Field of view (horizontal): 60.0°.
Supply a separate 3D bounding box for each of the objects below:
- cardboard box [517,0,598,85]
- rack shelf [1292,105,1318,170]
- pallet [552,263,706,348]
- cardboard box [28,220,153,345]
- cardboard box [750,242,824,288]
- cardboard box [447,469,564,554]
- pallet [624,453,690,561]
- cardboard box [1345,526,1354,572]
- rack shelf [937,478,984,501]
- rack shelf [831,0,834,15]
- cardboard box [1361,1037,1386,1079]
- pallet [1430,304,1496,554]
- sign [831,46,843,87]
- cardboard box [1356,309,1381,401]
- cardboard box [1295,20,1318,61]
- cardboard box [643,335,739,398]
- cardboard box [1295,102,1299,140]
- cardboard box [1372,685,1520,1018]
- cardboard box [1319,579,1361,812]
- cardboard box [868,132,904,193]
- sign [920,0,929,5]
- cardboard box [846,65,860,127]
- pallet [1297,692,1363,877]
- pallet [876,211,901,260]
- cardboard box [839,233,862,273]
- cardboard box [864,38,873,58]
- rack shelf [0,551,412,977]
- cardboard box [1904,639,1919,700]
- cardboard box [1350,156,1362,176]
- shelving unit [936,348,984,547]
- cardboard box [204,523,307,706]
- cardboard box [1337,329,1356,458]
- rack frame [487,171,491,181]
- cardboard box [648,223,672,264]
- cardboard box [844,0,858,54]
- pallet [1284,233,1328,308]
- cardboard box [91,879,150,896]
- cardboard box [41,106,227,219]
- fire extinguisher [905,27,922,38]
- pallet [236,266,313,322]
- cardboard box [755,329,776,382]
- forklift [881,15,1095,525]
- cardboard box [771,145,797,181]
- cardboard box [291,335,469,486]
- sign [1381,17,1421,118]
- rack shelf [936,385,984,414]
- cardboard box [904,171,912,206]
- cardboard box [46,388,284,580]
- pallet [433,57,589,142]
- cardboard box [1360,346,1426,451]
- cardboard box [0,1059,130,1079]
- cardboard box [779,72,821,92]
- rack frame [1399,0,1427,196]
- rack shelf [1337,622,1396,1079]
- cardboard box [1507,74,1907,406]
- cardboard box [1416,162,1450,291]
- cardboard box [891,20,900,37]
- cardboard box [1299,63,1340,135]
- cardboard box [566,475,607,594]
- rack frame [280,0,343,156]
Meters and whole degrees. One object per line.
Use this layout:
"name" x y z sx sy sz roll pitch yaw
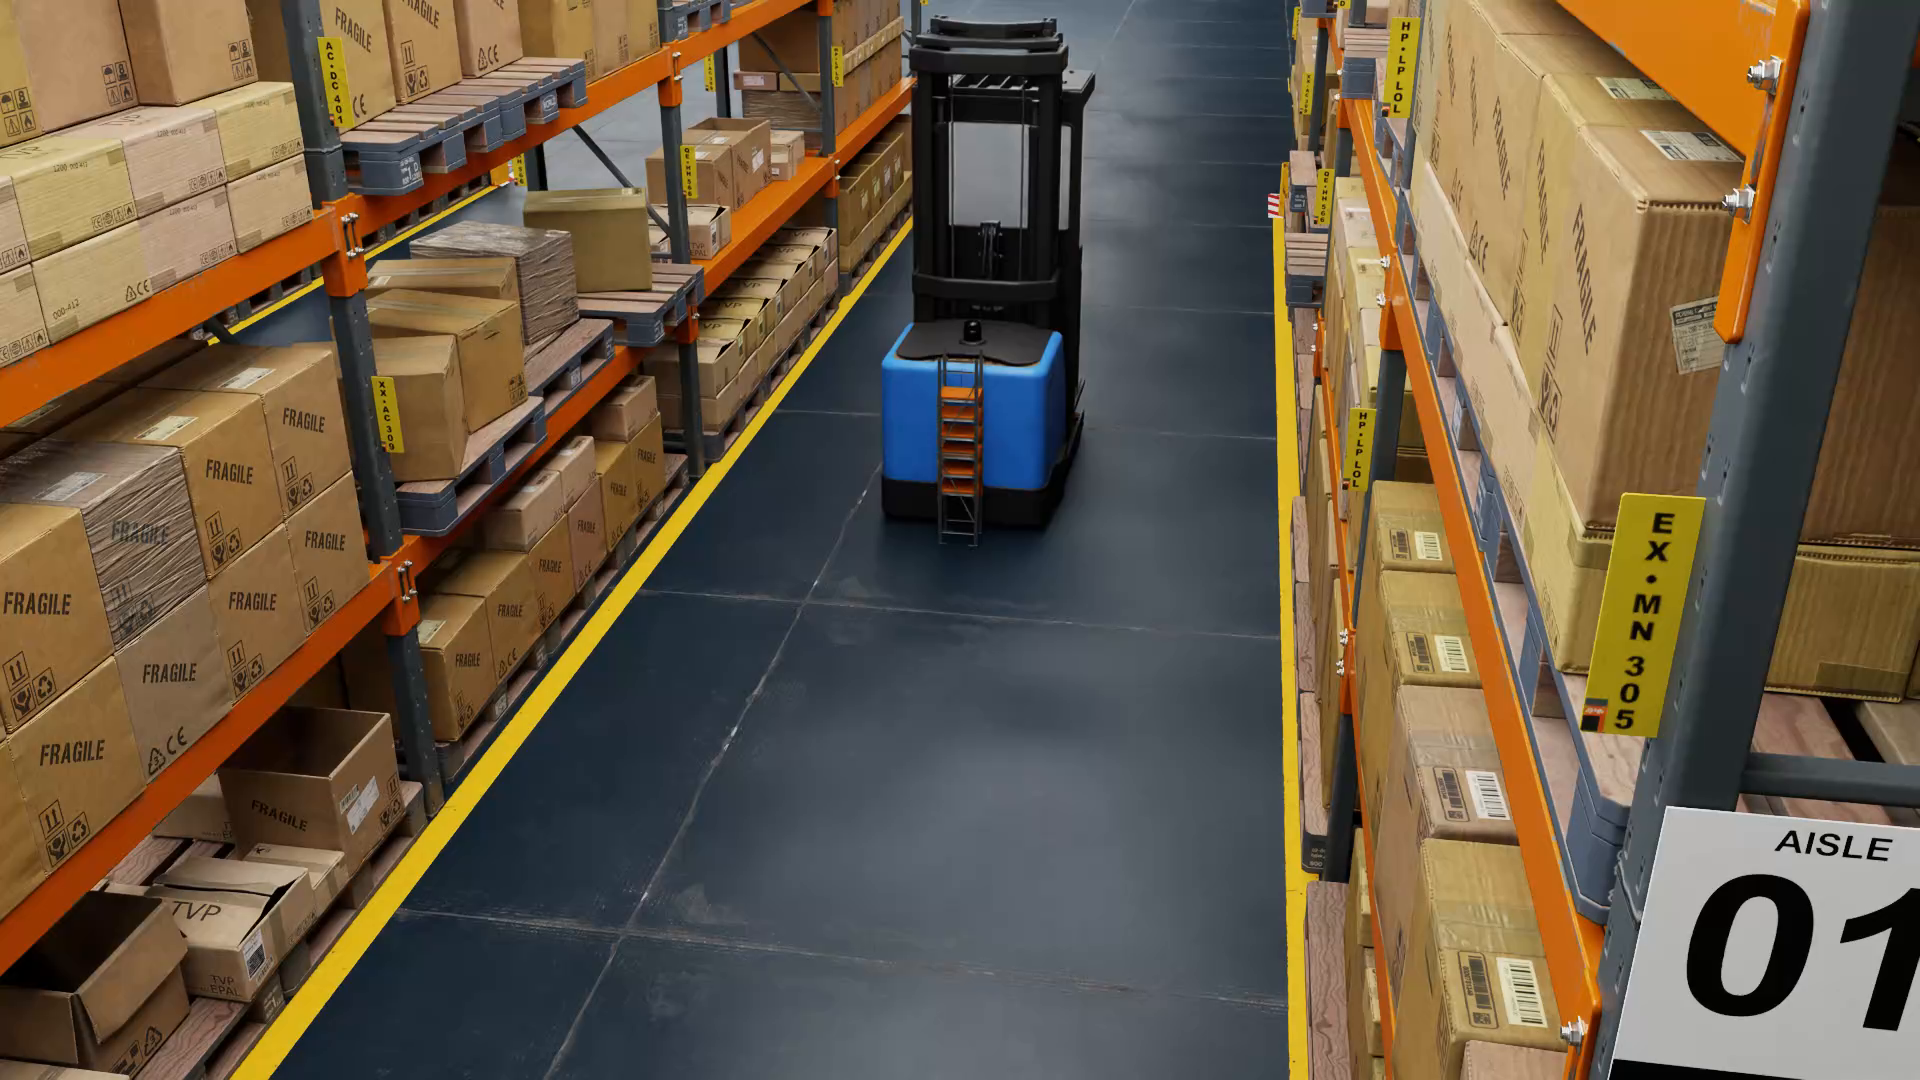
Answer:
"cardboard box" -2.425 -2.613 8.637 0.910 0.500 0.500 4 25 9
"rack shelf" 3.650 -3.666 15.393 1.077 0.370 4.000 4 25 9
"pallet" -2.260 -1.449 10.034 1.213 0.211 1.003 4 25 9
"cardboard box" -2.855 -0.802 5.064 0.500 0.250 0.500 4 25 9
"cardboard box" -1.427 -2.289 13.688 0.500 0.311 0.500 5 25 10
"cardboard box" -2.389 -0.162 8.603 0.500 0.250 0.500 4 25 9
"pallet" -2.378 -0.252 10.539 1.003 0.211 1.213 4 25 9
"cardboard box" 1.809 0.027 6.928 0.380 0.149 0.250 4 25 9
"rack shelf" 0.002 -0.292 10.129 0.258 0.103 0.180 4 25 9
"rack shelf" -1.238 -5.367 15.487 1.077 0.370 4.000 4 25 9
"cardboard box" 1.621 1.862 5.187 0.700 0.500 0.500 5 25 10
"pallet" 1.670 -0.278 3.872 1.003 0.211 1.213 4 25 9
"sign" -1.028 -3.952 13.883 0.100 0.325 0.005 4 25 9
"cardboard box" 1.932 -0.765 6.969 0.500 0.250 0.500 5 25 10
"cardboard box" 3.511 -4.725 16.074 0.500 0.500 0.500 4 25 9
"cardboard box" -1.843 -1.222 11.409 0.500 0.311 0.500 5 26 10
"cardboard box" 3.258 -3.735 14.845 0.500 0.250 0.500 4 25 8
"cardboard box" 1.677 0.890 4.457 0.980 0.700 0.700 3 25 6
"cardboard box" 1.993 0.693 7.272 0.750 0.750 0.750 4 25 9
"cardboard box" -0.854 -3.791 16.674 0.500 0.500 0.500 4 25 9
"sign" -0.378 -5.759 17.369 0.100 0.325 0.005 4 25 9
"cardboard box" -1.333 -4.159 15.480 0.700 0.500 0.500 4 25 9
"pallet" 2.067 1.125 7.597 1.003 0.211 1.213 4 25 9
"pallet" -1.197 -3.076 16.572 1.003 0.211 1.213 4 25 9
"cardboard box" -1.190 -2.615 15.047 0.500 0.250 0.500 4 25 9
"cardboard box" -1.037 -4.688 15.843 0.380 0.149 0.250 4 25 8
"rack shelf" -3.199 1.011 5.401 1.077 0.370 4.000 4 25 9
"cardboard box" 1.723 0.049 2.633 0.500 0.250 0.500 5 26 11
"cardboard box" 2.801 -2.160 10.690 0.700 0.500 0.500 2 25 4
"shelving unit" 0.002 -0.549 10.009 0.258 1.200 0.189 4 25 9
"cardboard box" -2.784 0.246 6.069 0.500 0.500 0.500 5 25 10
"cardboard box" 2.006 -0.633 7.572 0.500 0.500 0.500 4 25 9
"rack frame" -5.797 -5.515 18.494 1.000 3.000 0.127 4 25 9
"cardboard box" -2.116 -1.933 10.947 0.500 0.311 0.500 6 26 12
"cardboard box" -1.335 -4.737 15.184 0.700 0.500 0.500 4 25 8
"pallet" 2.681 -1.701 10.573 1.213 0.211 1.003 4 25 9
"cardboard box" -3.286 1.455 6.425 0.380 0.166 0.250 4 25 9
"cardboard box" -2.769 -1.237 5.404 0.500 0.250 0.500 4 25 9
"fire extinguisher" -0.434 -5.153 17.811 0.296 0.674 0.183 4 25 9
"pallet" -6.541 -2.248 14.804 1.003 0.211 1.213 4 25 9
"cardboard box" -1.683 -1.396 12.443 0.500 0.250 0.500 3 25 7
"forklift" 0.279 -2.016 11.099 1.130 2.935 3.031 4 25 9
"cardboard box" -1.527 -3.056 13.399 0.396 0.266 0.258 3 25 7
"cardboard box" -2.574 -0.570 7.315 0.700 0.500 0.500 -4 25 -9
"sign" 1.478 -1.579 5.565 0.100 0.325 0.005 4 25 9
"rack shelf" 0.002 -0.835 9.875 0.258 0.103 0.180 4 25 9
"cardboard box" -0.777 -3.661 17.280 0.500 0.250 0.500 4 25 9
"cardboard box" -2.781 -0.206 5.854 0.500 0.500 0.500 4 25 8
"pallet" -2.530 -2.127 7.939 1.213 0.211 1.003 4 25 9
"cardboard box" 1.839 -0.552 6.513 0.500 0.250 0.500 5 25 10
"cardboard box" -2.994 1.942 5.288 0.500 0.250 0.500 4 25 9
"cardboard box" -1.330 -3.935 14.236 0.380 0.149 0.250 4 25 8
"rack frame" 2.015 -2.527 5.034 1.000 3.000 0.127 4 25 9
"rack shelf" 1.689 1.352 4.671 1.077 0.370 4.000 4 25 9
"cardboard box" 1.305 -0.536 2.998 0.500 0.500 0.500 5 26 10
"cardboard box" 1.545 -0.853 4.560 0.500 0.250 0.500 3 25 7
"cardboard box" -0.827 -5.227 16.995 0.380 0.149 0.250 5 25 10
"cardboard box" 3.095 -3.656 13.790 0.500 0.500 0.500 4 25 8
"cardboard box" -2.304 -0.048 9.244 0.500 0.500 0.500 3 25 7
"rack frame" -2.872 -2.869 5.764 1.000 3.000 0.127 4 25 9
